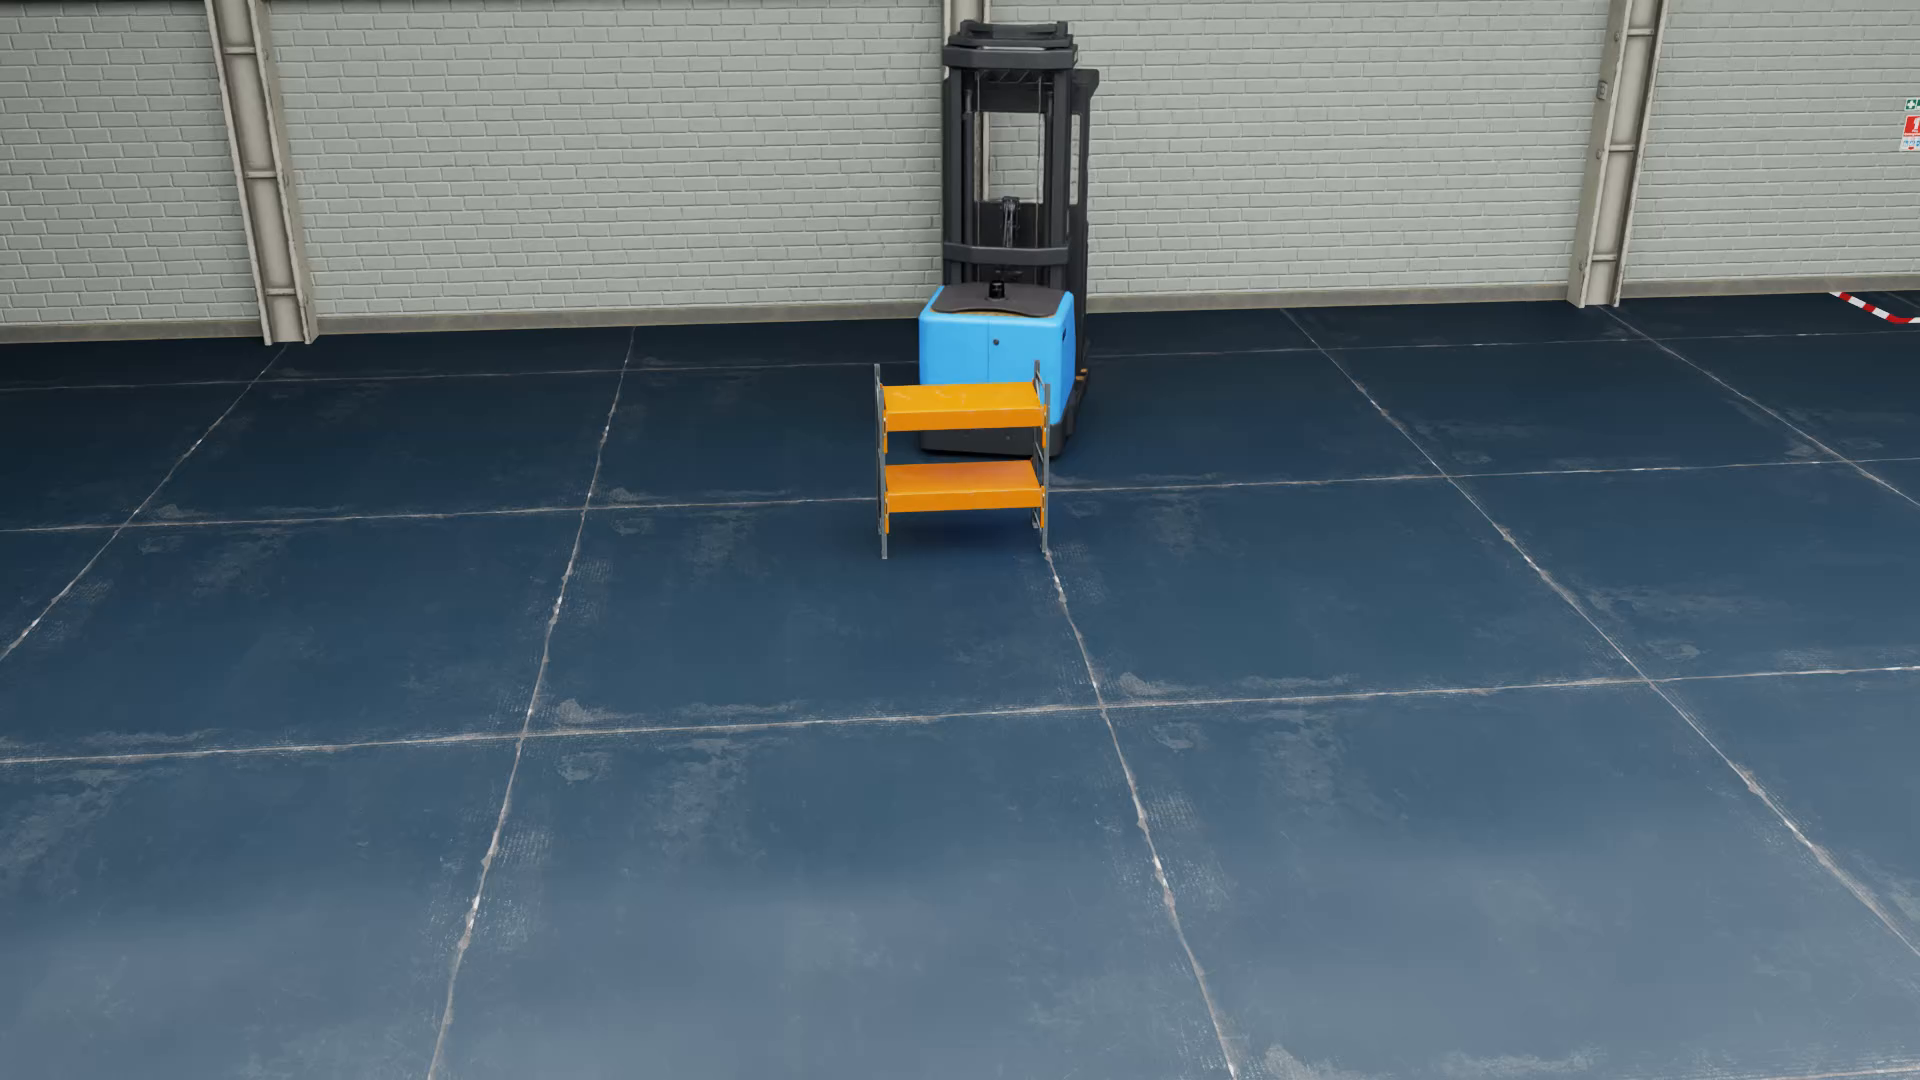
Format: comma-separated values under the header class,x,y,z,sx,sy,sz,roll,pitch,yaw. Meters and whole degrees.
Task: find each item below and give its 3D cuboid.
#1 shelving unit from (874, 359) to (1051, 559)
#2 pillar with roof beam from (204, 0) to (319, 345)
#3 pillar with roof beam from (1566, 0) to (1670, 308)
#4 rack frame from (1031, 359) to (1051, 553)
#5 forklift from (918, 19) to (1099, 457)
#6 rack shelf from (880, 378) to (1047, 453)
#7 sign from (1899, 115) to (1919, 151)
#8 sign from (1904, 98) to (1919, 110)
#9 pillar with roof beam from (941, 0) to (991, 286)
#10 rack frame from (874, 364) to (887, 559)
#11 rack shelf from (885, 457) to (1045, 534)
class,x,y,z,sx,sy,sz,roll,pitch,yaw
shelving unit,0.007,-0.514,10.522,1.048,1.125,0.538,-2,24,-5
pillar with roof beam,-5.501,-4.153,9.015,0.400,9.000,9.100,-2,24,-5
pillar with roof beam,6.441,-4.632,10.093,0.400,9.000,9.100,-2,24,-5
rack frame,0.513,-0.535,10.568,0.032,1.125,0.500,-2,24,-5
forklift,0.454,-2.505,12.777,1.130,2.935,3.031,4,24,9
rack shelf,0.007,-0.782,10.403,1.000,0.278,0.538,-2,24,-5
sign,8.965,-3.823,15.615,0.234,0.329,0.001,-2,24,-5
sign,8.970,-4.062,15.500,0.331,0.109,0.001,-2,24,-5
pillar with roof beam,0.470,-4.393,9.554,0.400,9.000,9.100,-2,24,-5
rack frame,-0.499,-0.494,10.476,0.032,1.125,0.500,-2,24,-5
rack shelf,0.007,-0.291,10.621,1.000,0.278,0.538,-2,24,-5
